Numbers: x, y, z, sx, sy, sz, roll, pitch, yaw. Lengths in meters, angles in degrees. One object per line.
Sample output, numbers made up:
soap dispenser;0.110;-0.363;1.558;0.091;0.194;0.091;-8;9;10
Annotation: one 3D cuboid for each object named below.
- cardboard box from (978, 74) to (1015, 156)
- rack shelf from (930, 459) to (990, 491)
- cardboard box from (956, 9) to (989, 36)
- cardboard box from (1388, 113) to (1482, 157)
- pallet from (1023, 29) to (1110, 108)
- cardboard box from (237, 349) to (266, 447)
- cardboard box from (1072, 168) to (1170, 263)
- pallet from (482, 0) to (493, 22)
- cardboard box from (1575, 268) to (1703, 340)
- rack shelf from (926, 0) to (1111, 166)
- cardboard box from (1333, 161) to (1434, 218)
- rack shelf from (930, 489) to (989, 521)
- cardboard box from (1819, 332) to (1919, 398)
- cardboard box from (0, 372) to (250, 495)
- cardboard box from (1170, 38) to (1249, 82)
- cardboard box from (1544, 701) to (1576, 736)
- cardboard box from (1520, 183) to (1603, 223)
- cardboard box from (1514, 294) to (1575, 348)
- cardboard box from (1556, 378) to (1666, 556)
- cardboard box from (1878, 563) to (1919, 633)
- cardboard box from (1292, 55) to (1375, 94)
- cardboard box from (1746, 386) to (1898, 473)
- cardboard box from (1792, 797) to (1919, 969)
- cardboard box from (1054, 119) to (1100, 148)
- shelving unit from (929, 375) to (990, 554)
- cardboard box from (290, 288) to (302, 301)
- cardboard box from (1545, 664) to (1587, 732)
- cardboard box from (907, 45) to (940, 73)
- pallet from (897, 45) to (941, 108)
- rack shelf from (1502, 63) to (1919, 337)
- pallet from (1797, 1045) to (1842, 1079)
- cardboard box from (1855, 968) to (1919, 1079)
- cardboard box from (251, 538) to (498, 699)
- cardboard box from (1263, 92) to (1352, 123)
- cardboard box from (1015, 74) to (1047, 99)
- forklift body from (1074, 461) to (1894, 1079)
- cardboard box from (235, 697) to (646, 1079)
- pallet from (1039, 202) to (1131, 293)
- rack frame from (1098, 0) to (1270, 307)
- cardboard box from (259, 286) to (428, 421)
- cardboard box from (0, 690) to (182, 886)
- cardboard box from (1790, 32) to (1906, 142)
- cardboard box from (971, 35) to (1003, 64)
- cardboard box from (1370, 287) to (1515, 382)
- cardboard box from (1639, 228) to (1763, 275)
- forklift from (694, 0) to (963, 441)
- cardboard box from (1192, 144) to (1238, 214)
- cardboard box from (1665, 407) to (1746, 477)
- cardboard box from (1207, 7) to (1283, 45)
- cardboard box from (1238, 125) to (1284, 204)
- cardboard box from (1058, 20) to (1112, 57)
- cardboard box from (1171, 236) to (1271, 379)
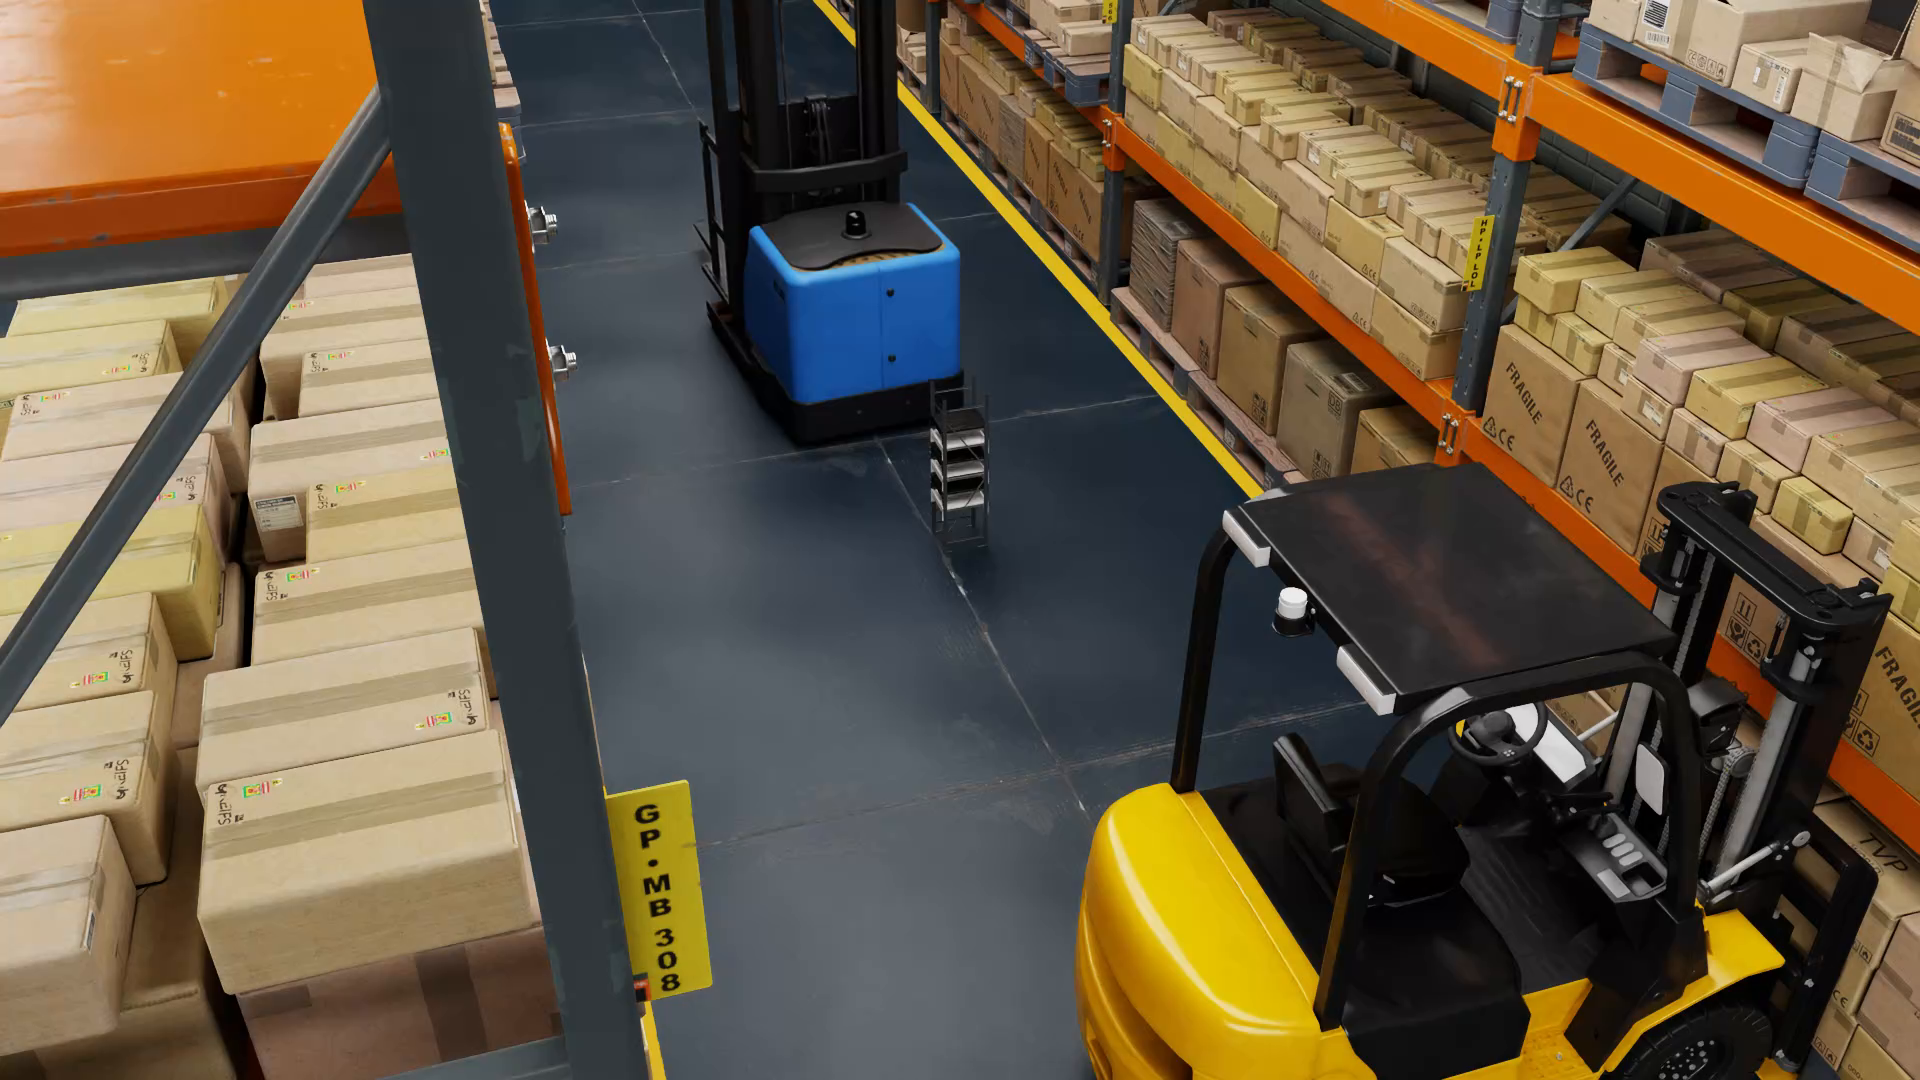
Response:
cardboard box;0.457;-3.322;12.943;0.500;0.500;0.500;-11;35;-16
rack shelf;-0.002;-0.352;8.527;0.258;0.077;0.200;-10;35;-15
cardboard box;0.184;-4.188;13.395;0.380;0.149;0.250;-12;35;-17
cardboard box;2.402;-2.033;8.427;0.380;0.149;0.250;-10;35;-15
pallet;1.150;-3.186;11.025;1.213;0.211;1.003;-10;35;-15
cardboard box;-1.746;-0.222;3.510;0.500;0.250;0.500;-10;35;-14
cardboard box;1.090;-2.240;11.306;0.500;0.500;0.500;-9;35;-13
pallet;-2.488;-2.044;6.572;1.213;0.211;1.003;-10;35;-15
cardboard box;2.641;-0.922;6.475;0.380;0.149;0.250;-9;35;-14
rack shelf;0.814;-3.672;12.238;1.077;0.370;4.000;-10;35;-15
cardboard box;2.001;-1.662;7.865;0.380;0.149;0.250;-11;35;-16
rack shelf;-0.002;-0.202;8.626;0.258;0.077;0.200;-10;35;-15
cardboard box;3.355;-0.606;5.997;0.380;0.149;0.250;-11;35;-15
cardboard box;-1.535;-0.178;3.083;0.380;0.149;0.250;-11;35;-16
cardboard box;1.426;-2.747;9.507;0.380;0.149;0.250;-9;35;-13
cardboard box;2.646;0.724;7.047;0.500;0.250;0.500;-11;35;-16
cardboard box;2.709;-1.504;7.627;0.380;0.149;0.250;-11;35;-16
cardboard box;2.490;-0.923;6.746;0.380;0.149;0.250;-11;35;-15
cardboard box;2.705;-0.316;6.417;0.500;0.500;0.500;-9;35;-14
cardboard box;3.077;0.162;5.105;0.380;0.149;0.250;-10;35;-14
cardboard box;2.070;-2.565;9.232;0.380;0.149;0.250;-10;35;-15
cardboard box;2.927;-0.378;5.652;0.380;0.149;0.250;-10;35;-15
cardboard box;3.102;1.113;5.550;0.500;0.250;0.500;-10;35;-14
cardboard box;0.881;-2.825;11.603;0.380;0.149;0.250;-11;35;-16
shelving unit;-0.002;-0.380;8.508;0.258;0.900;0.210;-10;35;-15
cardboard box;-1.394;-0.576;4.047;0.500;0.250;0.500;-11;35;-16
cardboard box;2.653;0.512;6.915;0.500;0.250;0.500;-10;35;-15
cardboard box;-0.246;-4.251;14.667;0.380;0.149;0.250;-11;35;-16
pallet;-0.005;-4.219;14.944;1.003;0.211;1.213;-10;35;-15
rack shelf;3.254;-0.723;5.055;1.077;0.370;4.000;-10;35;-15
pallet;3.591;2.047;5.460;1.003;0.211;1.213;-10;35;-15
cardboard box;3.275;1.574;5.307;0.500;0.250;0.500;-10;35;-15
cardboard box;-0.886;0.144;2.596;0.380;0.149;0.250;-10;35;-15
cardboard box;1.815;-2.221;8.711;0.380;0.149;0.250;-10;35;-15
cardboard box;0.628;-3.380;12.442;0.380;0.149;0.250;-10;35;-15
forklift body;1.548;0.944;5.371;2.313;2.155;1.214;-10;35;-15
cardboard box;-0.762;0.493;2.428;0.500;0.250;0.500;-11;35;-16
pallet;1.232;-2.157;11.823;1.003;0.211;1.213;-10;35;-15
rack frame;1.424;-2.922;10.451;1.000;3.000;0.127;-10;35;-15
cardboard box;-1.211;-0.389;3.402;0.380;0.149;0.250;-9;35;-14
cardboard box;-1.288;0.366;2.259;0.380;0.149;0.250;-9;35;-14
cardboard box;2.807;-1.404;5.083;0.396;0.266;0.258;-11;35;-16
cardboard box;0.307;-3.927;13.270;0.380;0.149;0.250;-12;35;-17
cardboard box;2.241;-0.980;7.648;0.500;0.250;0.500;-9;35;-14
cardboard box;3.029;-1.141;6.808;0.380;0.149;0.250;-10;35;-15
forklift;-1.002;-2.591;10.012;1.130;2.935;3.031;-13;35;-18
cardboard box;1.639;-2.051;9.269;0.500;0.250;0.500;-11;35;-16
cardboard box;2.760;-0.375;5.917;0.380;0.149;0.250;-10;35;-15
cardboard box;1.716;-3.097;10.038;0.380;0.149;0.250;-9;34;-13
cardboard box;1.800;-1.989;8.722;0.500;0.250;0.500;-10;35;-14
cardboard box;0.858;-3.273;10.829;0.380;0.149;0.250;-9;35;-14
cardboard box;1.808;-1.435;9.974;0.875;0.625;0.625;-9;34;-13
